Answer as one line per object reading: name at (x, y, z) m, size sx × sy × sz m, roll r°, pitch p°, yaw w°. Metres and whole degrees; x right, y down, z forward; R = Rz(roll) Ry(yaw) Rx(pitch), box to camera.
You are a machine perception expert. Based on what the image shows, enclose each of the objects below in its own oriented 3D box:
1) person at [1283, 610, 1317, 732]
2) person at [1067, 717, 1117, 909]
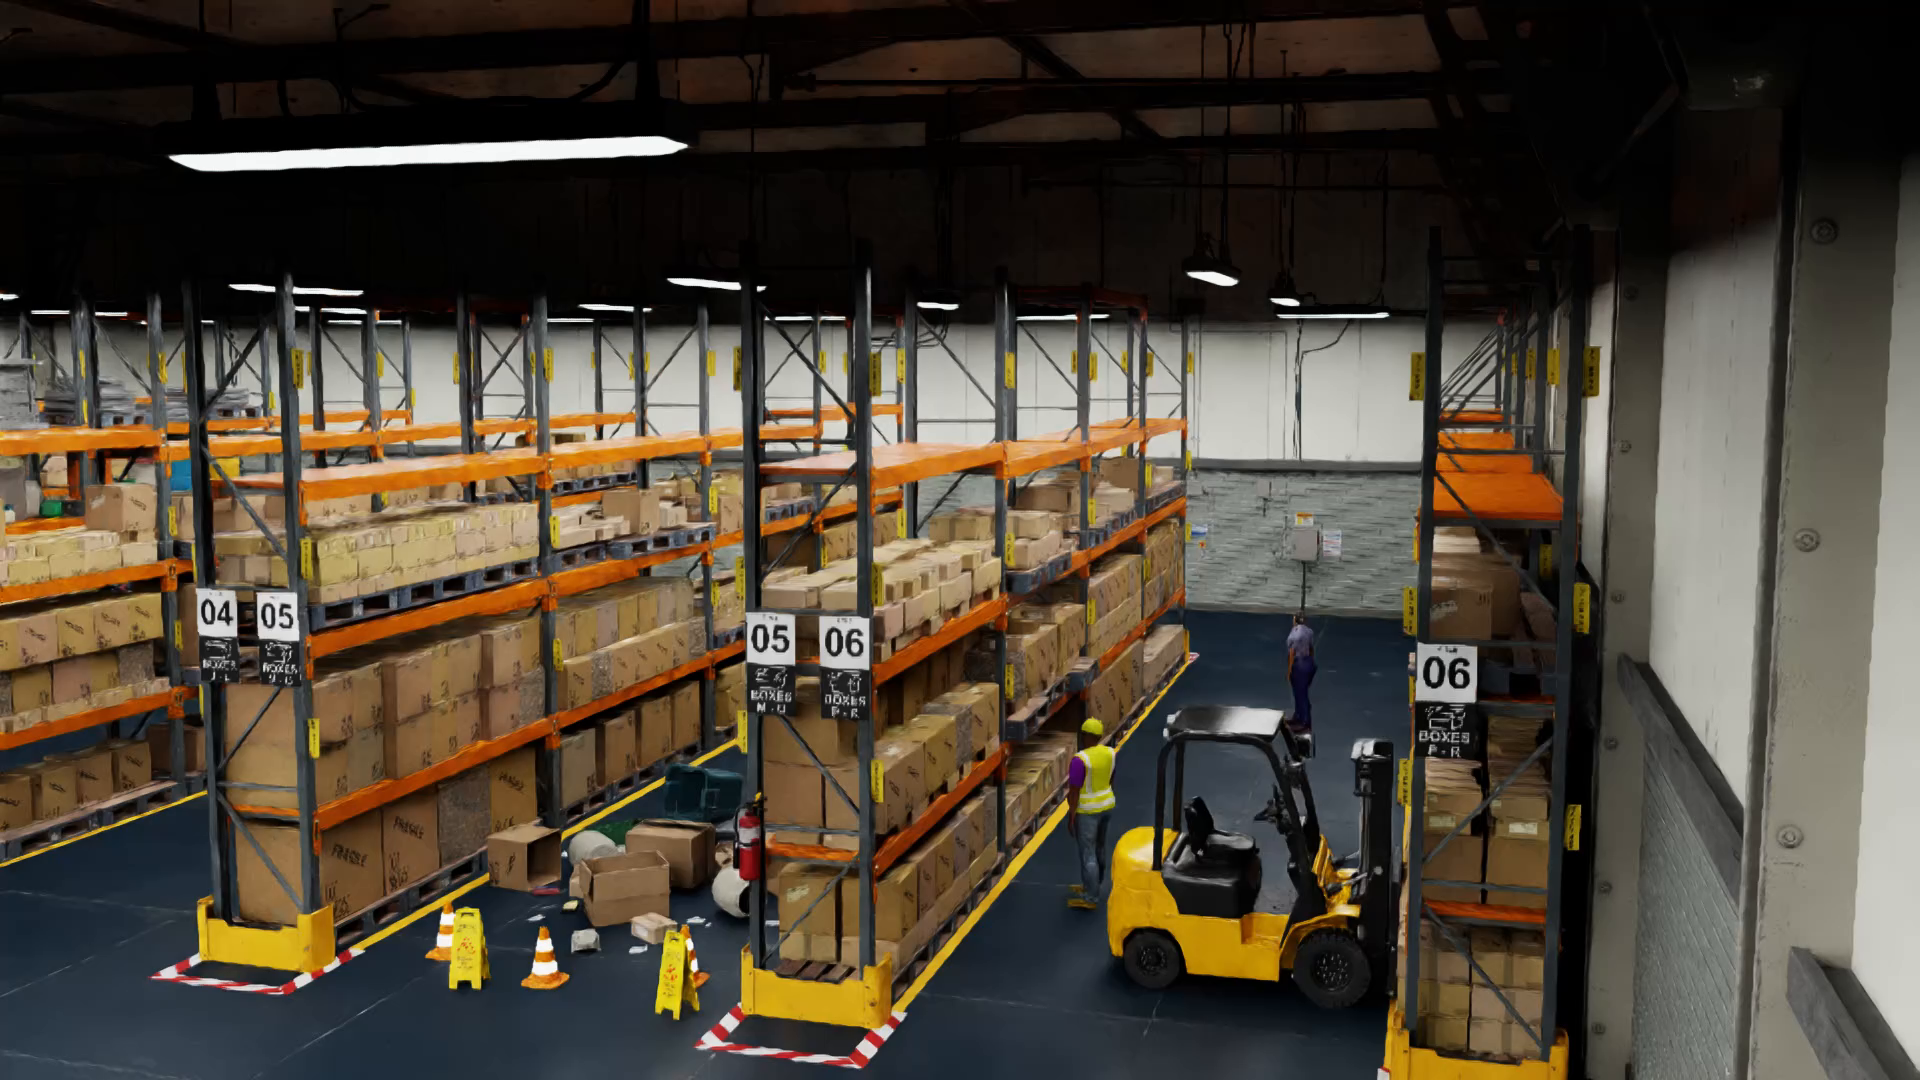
person at (4.662, 1.777, 22.922) m, size 0.565 × 1.641 × 0.610 m, roll 5°, pitch 8°, yaw 38°
person at (1.190, 2.530, 15.624) m, size 0.624 × 1.764 × 0.502 m, roll -6°, pitch 9°, yaw -42°
